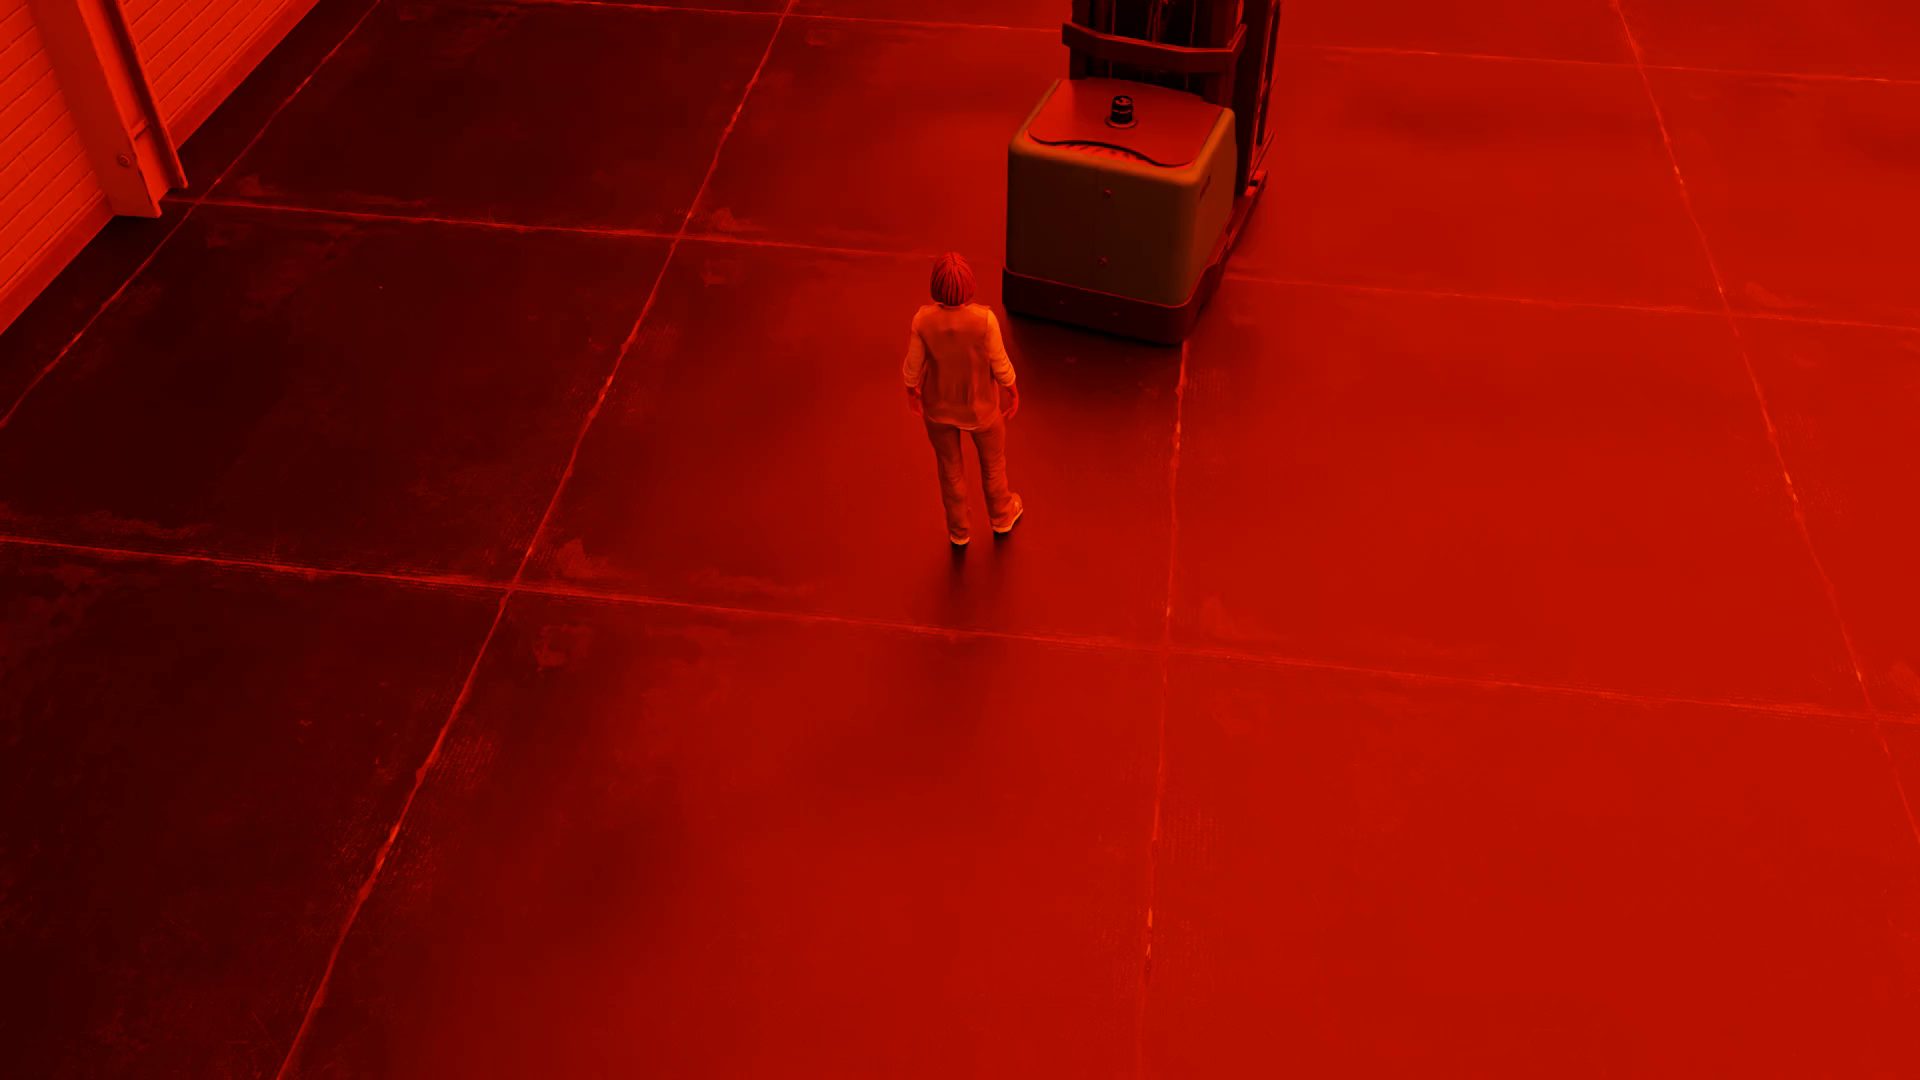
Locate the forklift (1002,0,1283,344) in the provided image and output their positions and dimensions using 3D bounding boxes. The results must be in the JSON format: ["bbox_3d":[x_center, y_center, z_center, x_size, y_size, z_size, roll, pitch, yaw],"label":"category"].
[{"bbox_3d":[1.235,-3.140,9.142,1.130,2.935,3.031,15,45,15],"label":"forklift"}]

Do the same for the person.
[{"bbox_3d":[0.024,-0.642,7.399,0.521,1.599,0.473,5,43,6],"label":"person"}]
